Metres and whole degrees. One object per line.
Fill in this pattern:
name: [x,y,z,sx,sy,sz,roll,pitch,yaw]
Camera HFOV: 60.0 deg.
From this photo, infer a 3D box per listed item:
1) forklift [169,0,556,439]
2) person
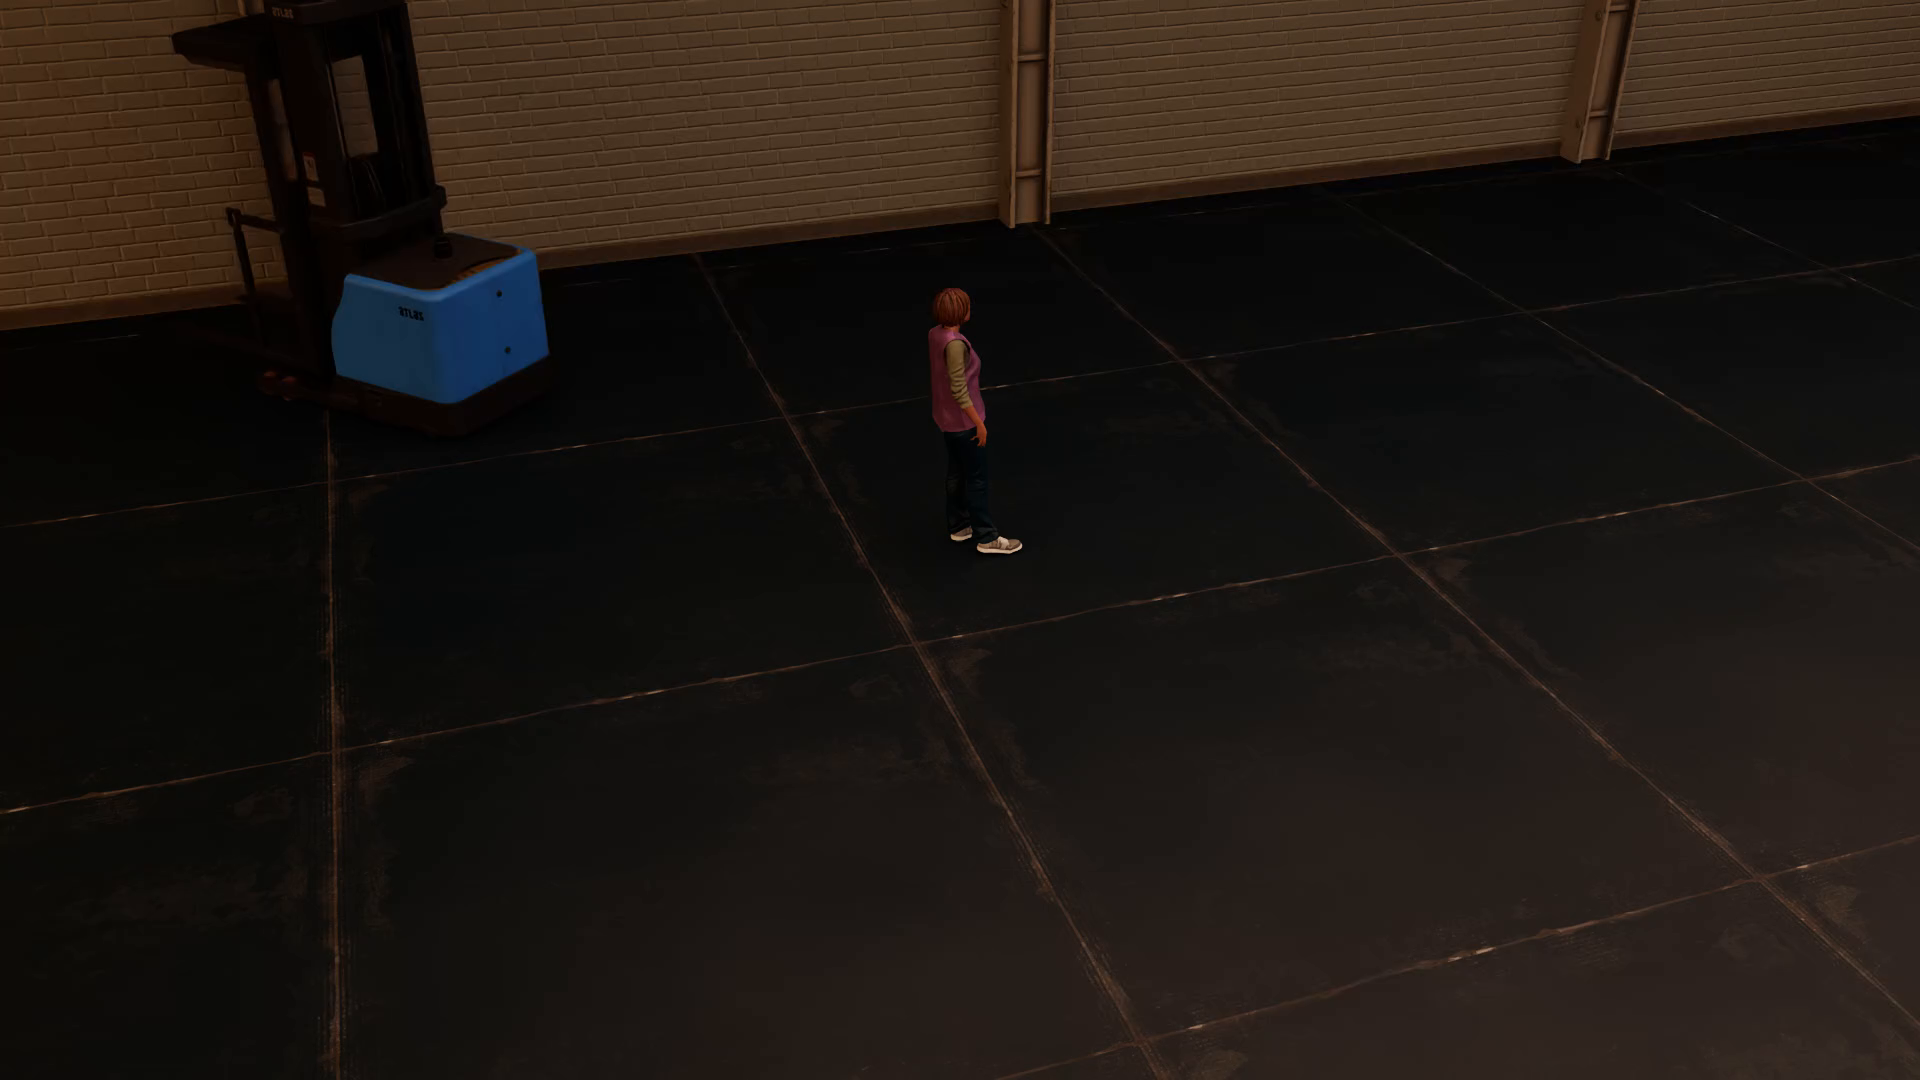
forklift: [-4.409,-2.465,11.372,3.031,2.935,1.130,16,33,25]
person: [0.074,-0.704,9.633,0.476,1.597,0.520,-10,31,-16]
